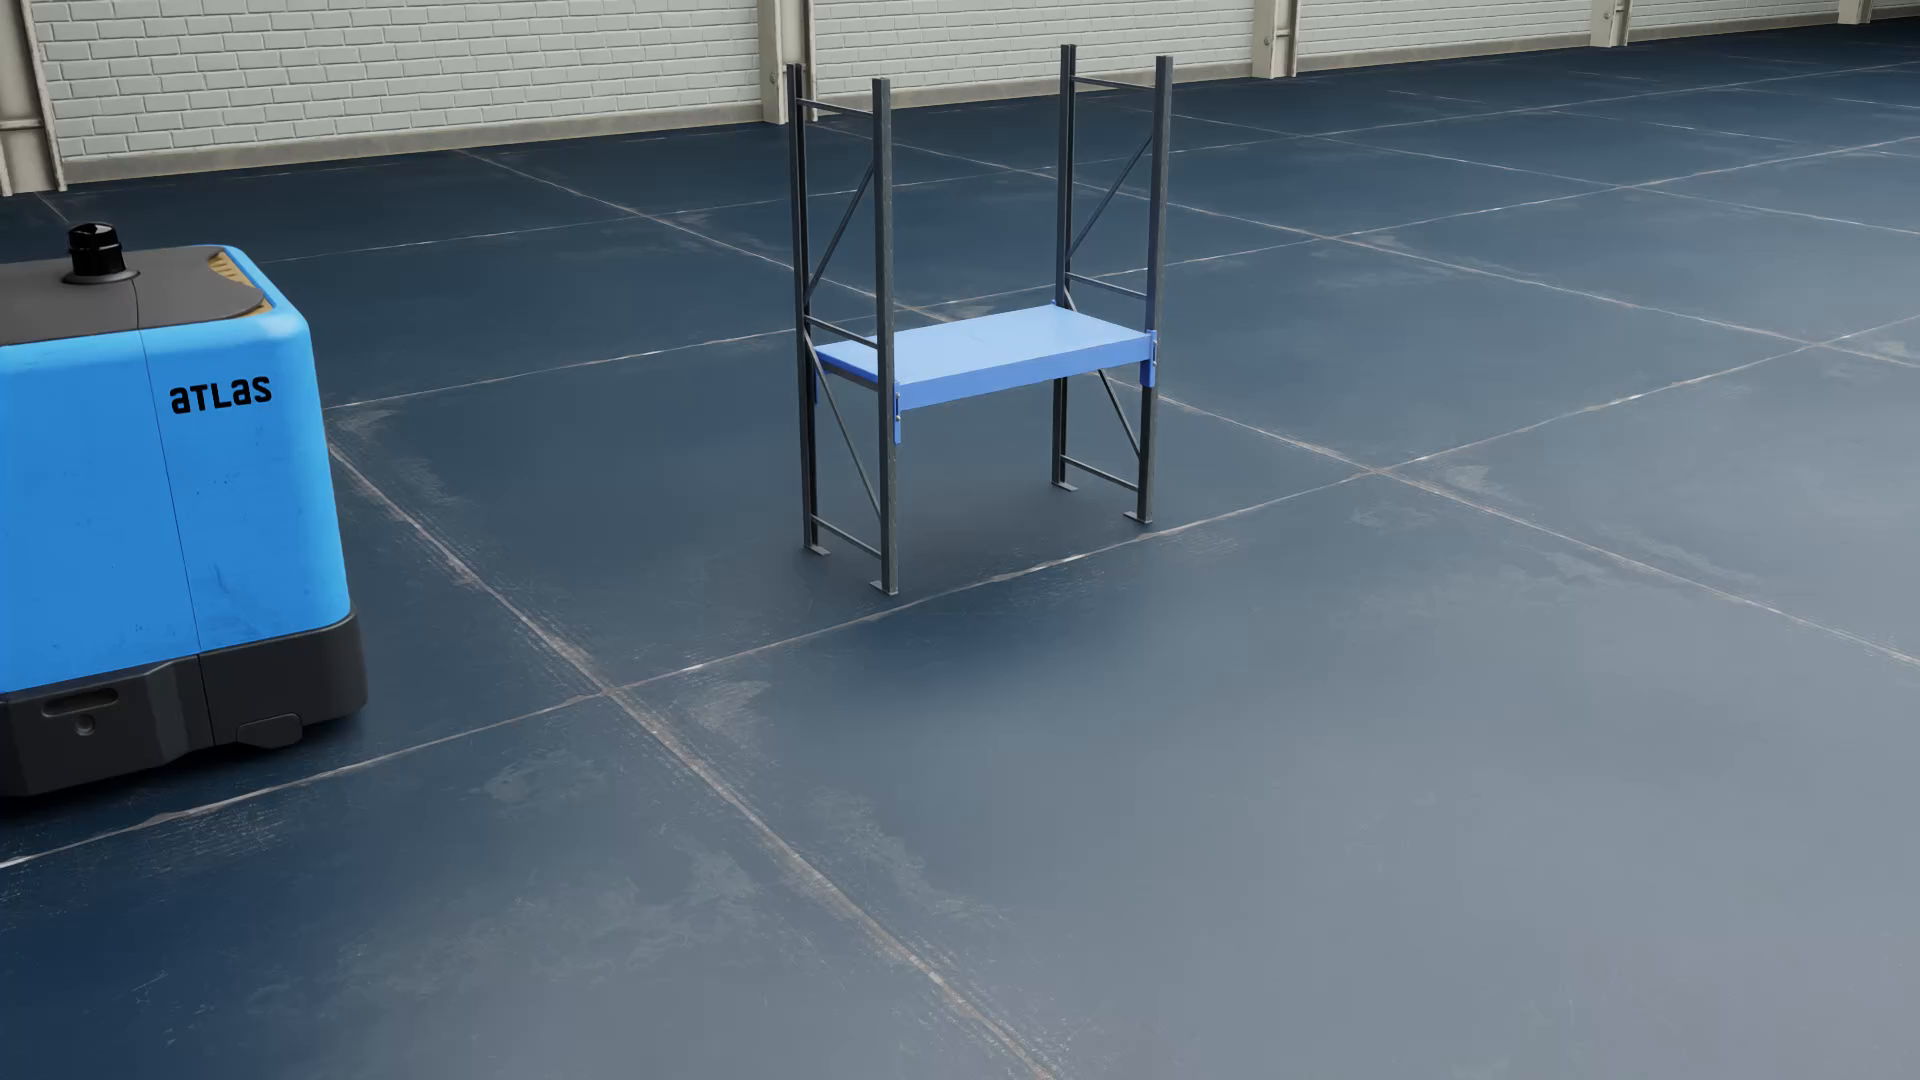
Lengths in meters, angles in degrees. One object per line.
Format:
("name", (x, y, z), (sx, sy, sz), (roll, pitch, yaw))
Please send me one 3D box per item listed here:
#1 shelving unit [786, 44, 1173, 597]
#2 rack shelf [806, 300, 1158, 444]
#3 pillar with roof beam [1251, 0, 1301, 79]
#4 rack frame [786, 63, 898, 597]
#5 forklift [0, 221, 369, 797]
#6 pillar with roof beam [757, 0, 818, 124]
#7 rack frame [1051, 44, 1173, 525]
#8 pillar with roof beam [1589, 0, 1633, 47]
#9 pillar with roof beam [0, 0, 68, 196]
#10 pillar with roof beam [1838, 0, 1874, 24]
("shelving unit", (0.069, -0.715, 5.165), (1.048, 1.500, 0.538), (-15, 26, -33))
("rack shelf", (0.069, -0.548, 5.231), (1.000, 0.185, 0.538), (-15, 26, -33))
("pillar with roof beam", (5.886, -7.882, 13.008), (0.400, 9.000, 9.100), (-15, 26, -33))
("rack frame", (-0.343, -0.605, 4.889), (0.032, 1.500, 0.500), (-15, 26, -33))
("forklift", (-3.022, -0.753, 3.329), (3.031, 2.935, 1.130), (-12, 25, -28))
("pillar with roof beam", (1.015, -6.584, 9.754), (0.400, 9.000, 9.100), (-15, 26, -33))
("rack frame", (0.482, -0.825, 5.440), (0.032, 1.500, 0.500), (-15, 26, -33))
("pillar with roof beam", (10.756, -9.181, 16.263), (0.400, 9.000, 9.100), (-15, 26, -33))
("pillar with roof beam", (-3.855, -5.285, 6.499), (0.400, 9.000, 9.100), (-15, 26, -33))
("pillar with roof beam", (15.627, -10.480, 19.517), (0.400, 9.000, 9.100), (-15, 26, -33))
